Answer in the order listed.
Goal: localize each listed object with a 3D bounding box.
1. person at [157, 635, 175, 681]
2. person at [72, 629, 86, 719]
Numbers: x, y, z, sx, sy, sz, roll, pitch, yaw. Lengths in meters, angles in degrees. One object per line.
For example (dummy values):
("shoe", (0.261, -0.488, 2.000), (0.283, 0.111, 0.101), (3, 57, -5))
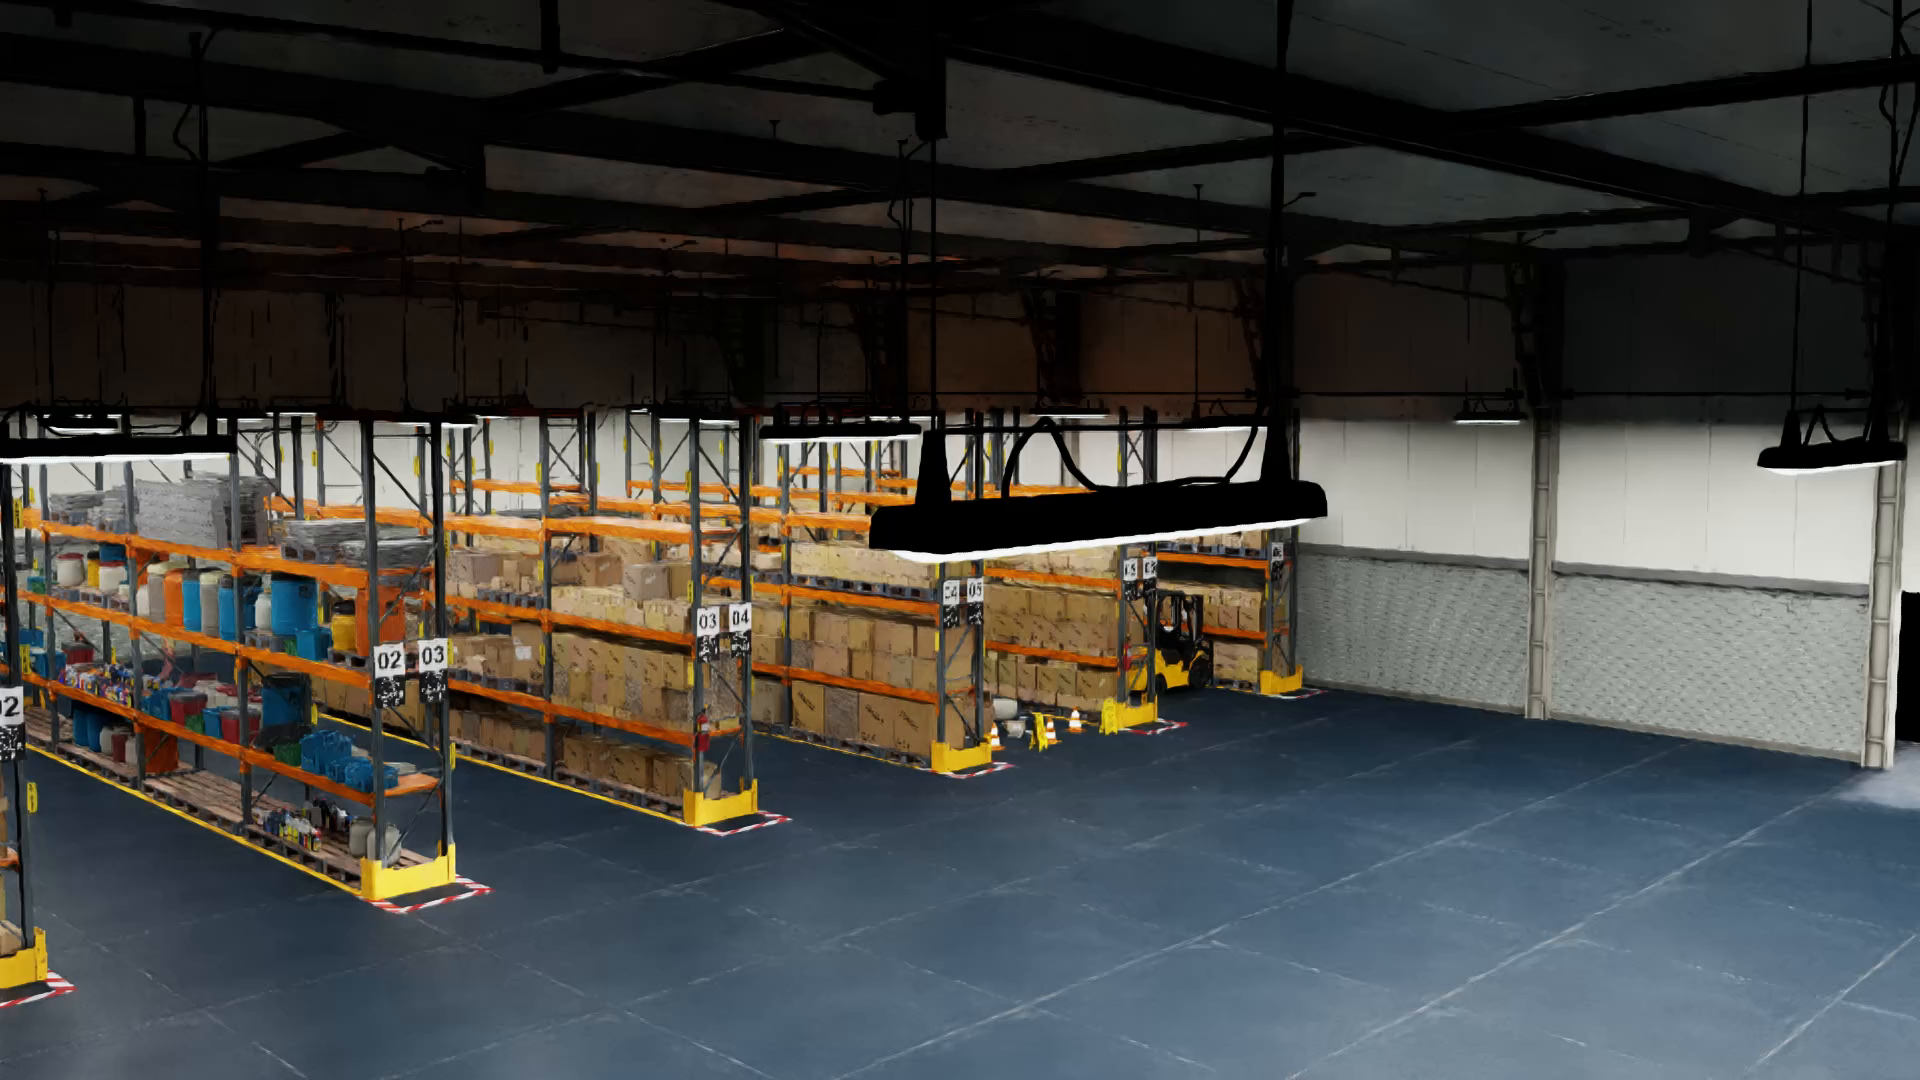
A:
("person", (-17.050, 2.333, 35.655), (0.437, 1.667, 0.627), (-2, 5, -20))
("person", (-17.100, 2.642, 32.353), (0.401, 1.624, 0.598), (-3, 6, -28))
